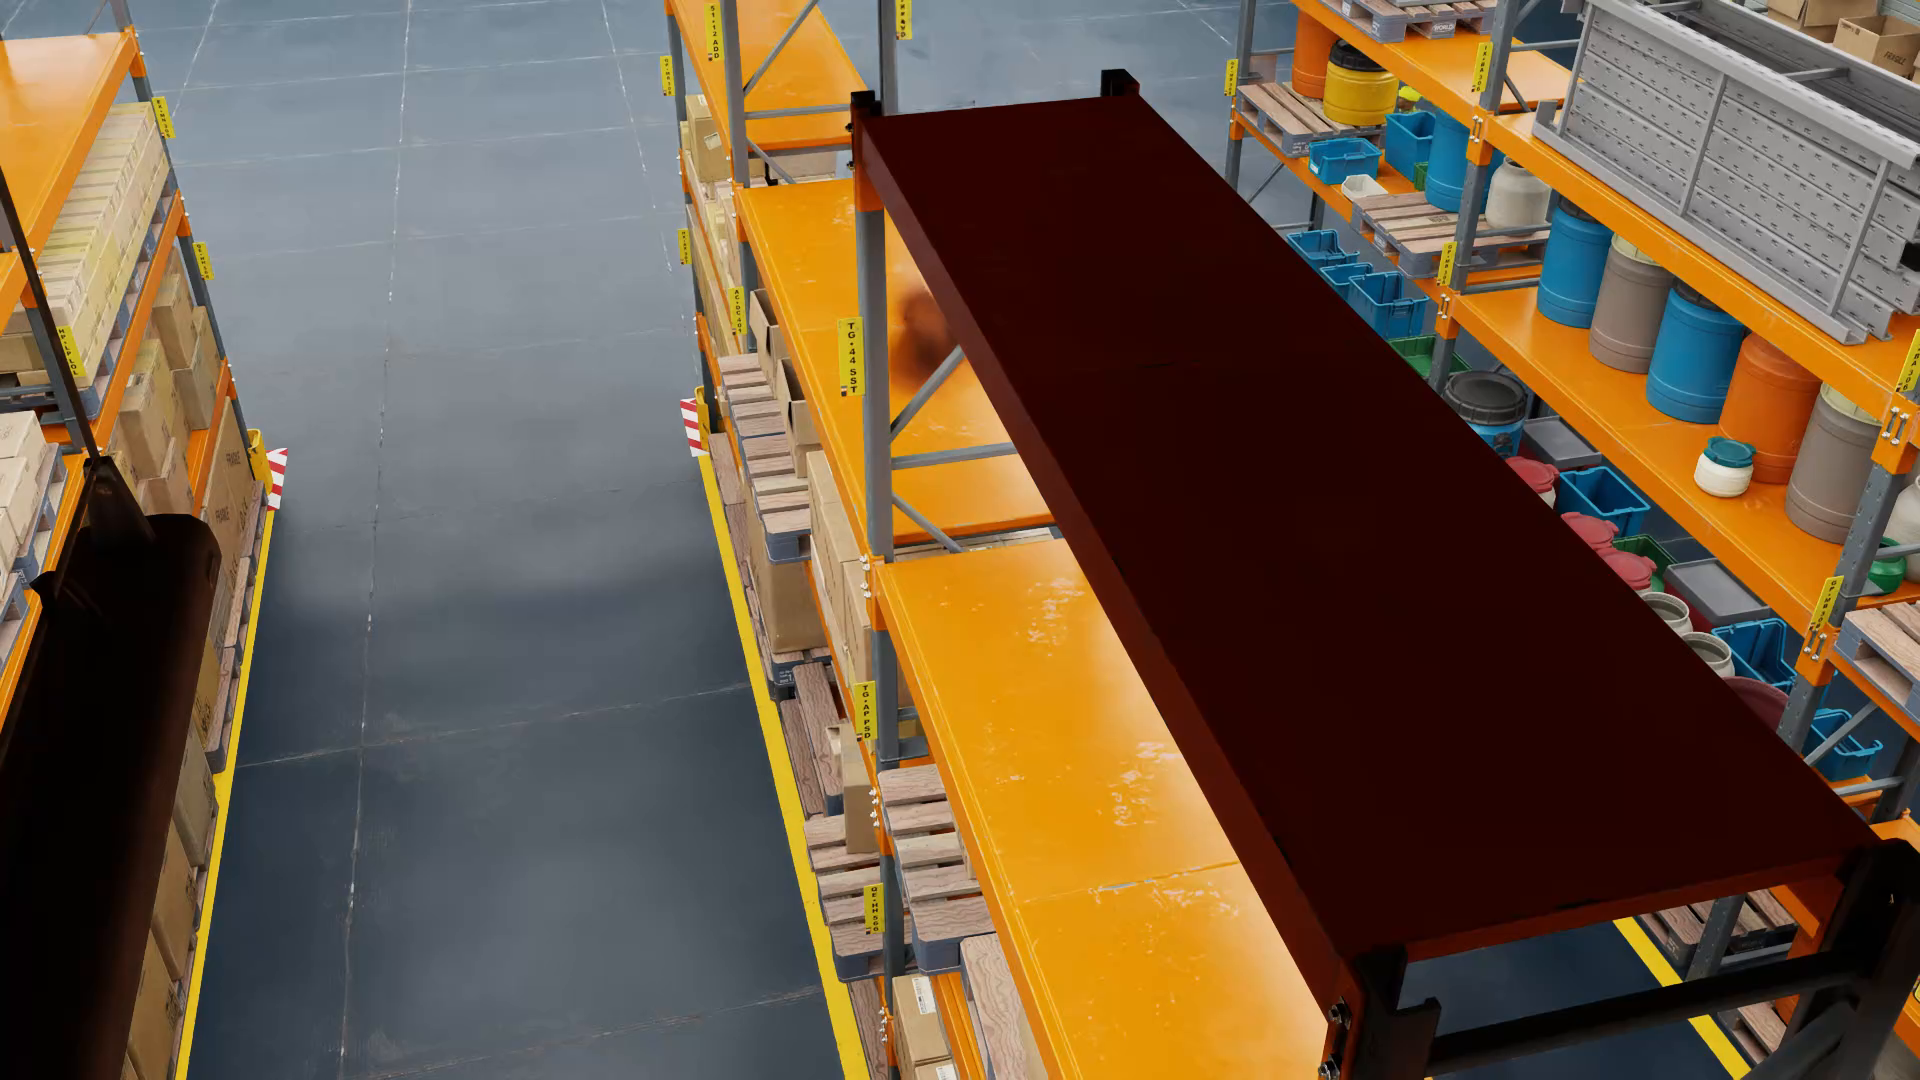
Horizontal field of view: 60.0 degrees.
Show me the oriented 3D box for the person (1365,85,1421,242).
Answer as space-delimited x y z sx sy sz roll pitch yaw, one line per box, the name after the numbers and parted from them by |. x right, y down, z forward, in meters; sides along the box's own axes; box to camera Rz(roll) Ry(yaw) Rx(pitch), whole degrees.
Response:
4.932 -4.223 18.703 0.769 1.839 0.701 8 35 11 | person
